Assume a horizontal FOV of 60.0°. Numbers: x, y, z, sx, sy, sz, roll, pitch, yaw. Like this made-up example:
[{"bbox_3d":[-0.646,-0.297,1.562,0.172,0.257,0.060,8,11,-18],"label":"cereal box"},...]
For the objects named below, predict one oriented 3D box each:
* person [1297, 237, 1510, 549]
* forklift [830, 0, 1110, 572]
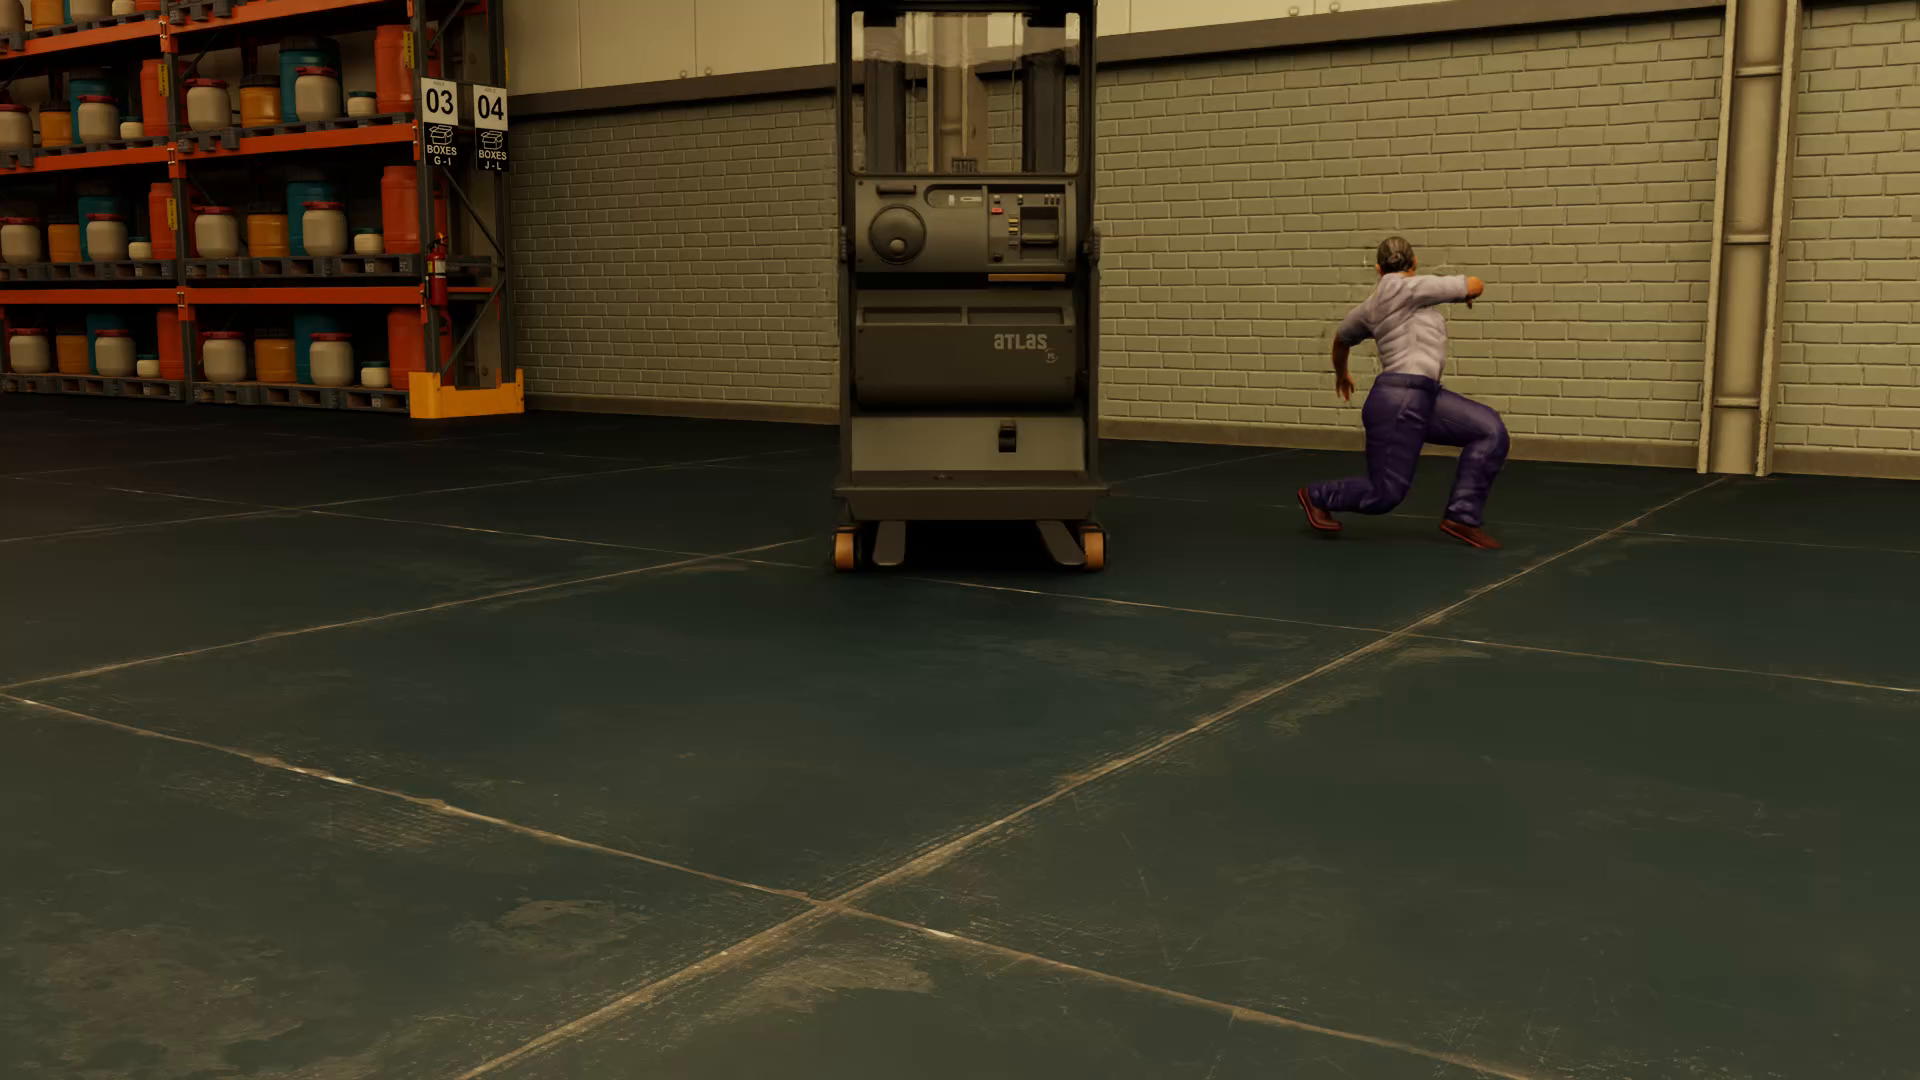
[{"bbox_3d":[2.029,-0.670,7.576,0.942,1.403,0.764,3,9,22],"label":"person"},{"bbox_3d":[0.031,-1.364,6.784,1.130,2.935,3.031,0,8,-1],"label":"forklift"}]
